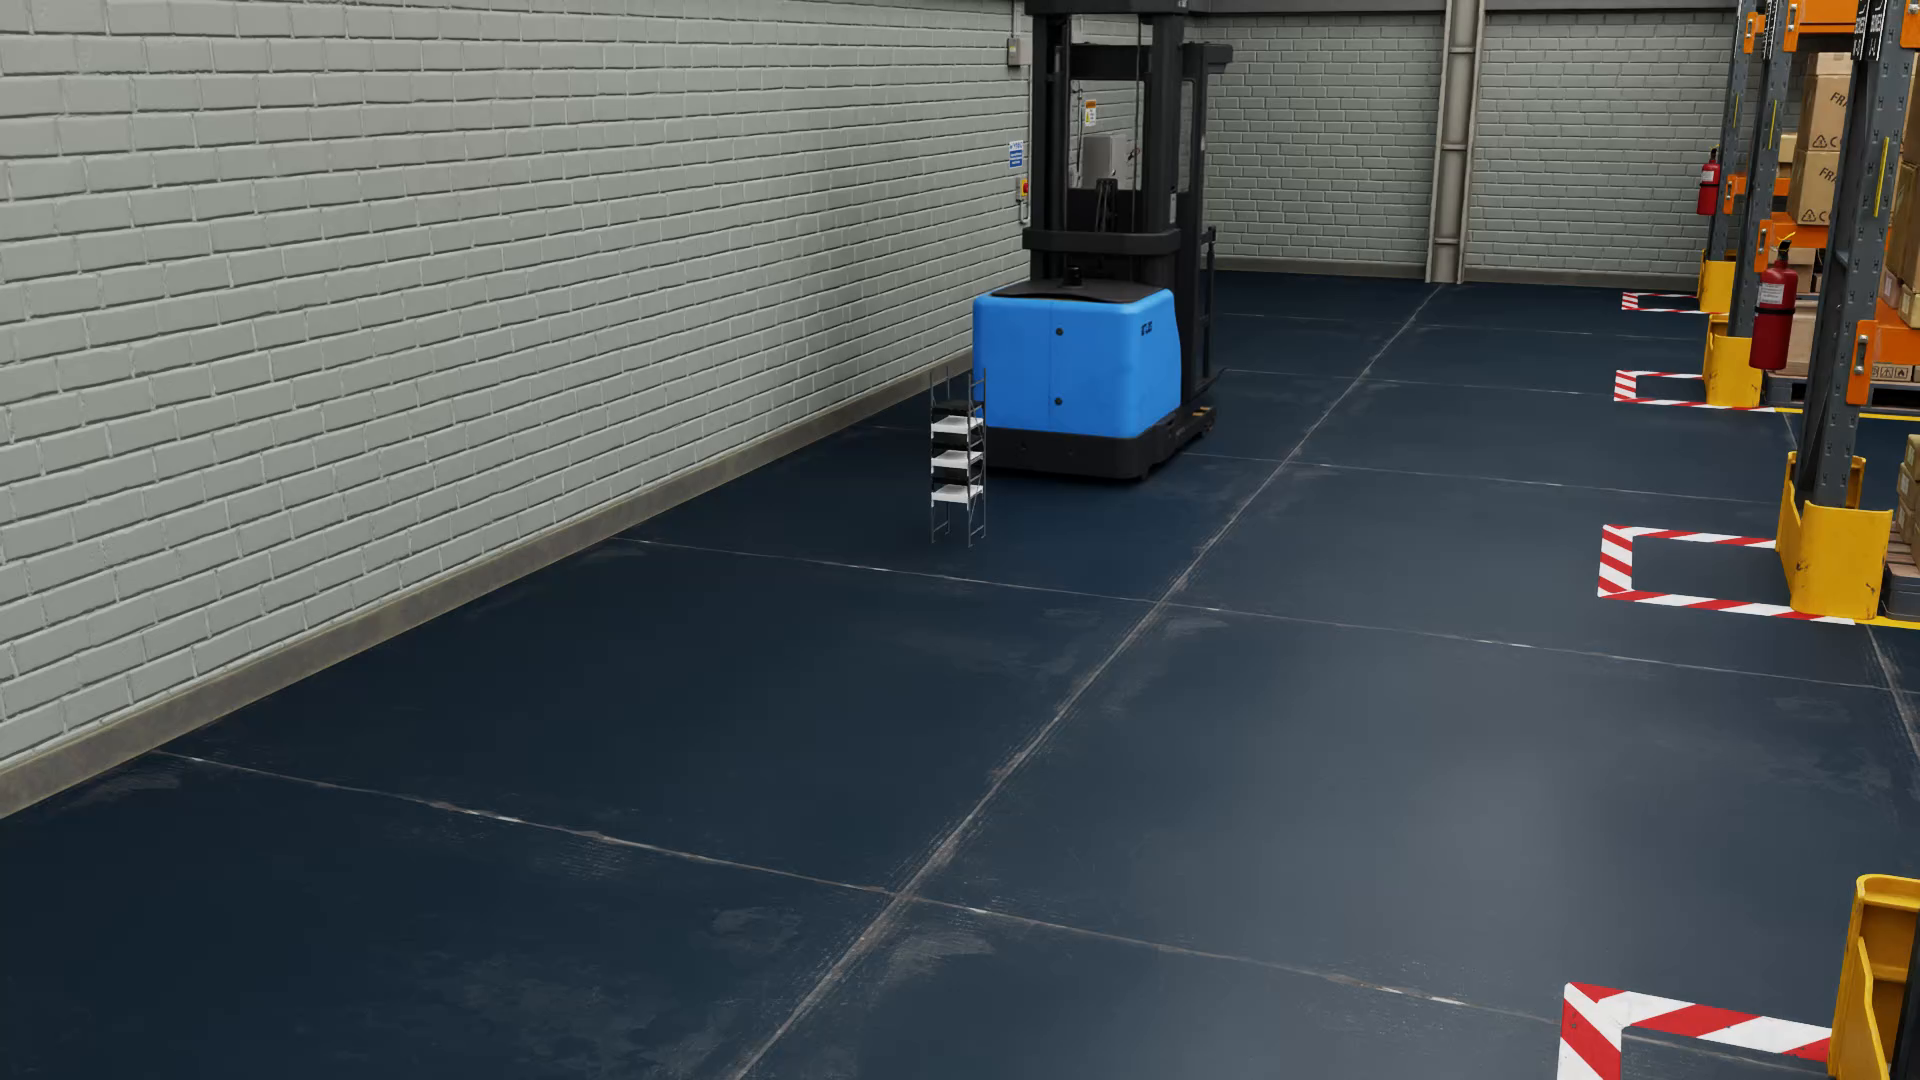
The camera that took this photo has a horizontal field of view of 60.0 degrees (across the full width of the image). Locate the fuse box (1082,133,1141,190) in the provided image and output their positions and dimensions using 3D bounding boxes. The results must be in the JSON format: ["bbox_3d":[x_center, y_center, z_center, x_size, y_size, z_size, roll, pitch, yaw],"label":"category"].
[{"bbox_3d":[1.453,-3.029,16.039,0.414,1.711,0.539,6,17,21],"label":"fuse box"}]

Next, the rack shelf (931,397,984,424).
[{"bbox_3d":[-0.008,-0.660,8.485,0.200,0.077,0.258,6,17,21],"label":"rack shelf"}]

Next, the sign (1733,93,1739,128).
[{"bbox_3d":[7.419,-4.110,15.898,0.005,0.325,0.100,6,17,21],"label":"sign"}]

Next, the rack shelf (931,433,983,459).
[{"bbox_3d":[-0.008,-0.487,8.535,0.200,0.077,0.258,6,17,21],"label":"rack shelf"}]

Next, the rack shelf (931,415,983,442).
[{"bbox_3d":[-0.008,-0.574,8.510,0.200,0.077,0.258,6,17,21],"label":"rack shelf"}]

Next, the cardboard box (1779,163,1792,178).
[{"bbox_3d":[8.077,-3.596,16.130,0.250,0.149,0.380,7,18,22],"label":"cardboard box"}]

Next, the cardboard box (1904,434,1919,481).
[{"bbox_3d":[4.663,-0.383,7.906,0.250,0.149,0.380,6,17,21],"label":"cardboard box"}]

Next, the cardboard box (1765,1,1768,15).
[{"bbox_3d":[8.000,-5.182,16.215,0.250,0.149,0.380,7,18,22],"label":"cardboard box"}]

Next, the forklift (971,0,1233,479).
[{"bbox_3d":[1.086,-2.129,10.750,1.130,2.935,3.031,6,17,21],"label":"forklift"}]

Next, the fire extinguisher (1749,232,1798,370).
[{"bbox_3d":[4.013,-1.183,8.174,0.183,0.674,0.296,6,17,21],"label":"fire extinguisher"}]

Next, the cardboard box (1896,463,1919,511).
[{"bbox_3d":[4.674,-0.249,7.977,0.250,0.149,0.380,6,17,19],"label":"cardboard box"}]

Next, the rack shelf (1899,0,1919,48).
[{"bbox_3d":[5.938,-2.144,6.588,4.000,0.370,1.077,6,17,21],"label":"rack shelf"}]

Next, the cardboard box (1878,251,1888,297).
[{"bbox_3d":[8.933,-2.652,16.158,0.500,0.500,0.700,7,18,23],"label":"cardboard box"}]

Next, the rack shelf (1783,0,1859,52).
[{"bbox_3d":[7.661,-3.438,11.046,4.000,0.370,1.077,6,17,21],"label":"rack shelf"}]

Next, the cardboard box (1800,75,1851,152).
[{"bbox_3d":[6.142,-2.953,11.491,0.500,0.500,0.500,6,17,19],"label":"cardboard box"}]

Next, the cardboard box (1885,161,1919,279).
[{"bbox_3d":[4.590,-1.465,7.627,0.500,0.500,0.500,7,17,22],"label":"cardboard box"}]

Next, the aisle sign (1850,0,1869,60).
[{"bbox_3d":[4.120,-2.587,7.542,0.004,0.787,0.394,6,17,21],"label":"aisle sign"}]

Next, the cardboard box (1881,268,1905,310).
[{"bbox_3d":[4.485,-1.173,7.783,0.250,0.149,0.380,6,17,21],"label":"cardboard box"}]

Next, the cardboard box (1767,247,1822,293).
[{"bbox_3d":[8.152,-2.751,16.493,0.637,0.503,0.797,6,17,18],"label":"cardboard box"}]

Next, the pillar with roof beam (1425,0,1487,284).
[{"bbox_3d":[3.861,-6.109,13.577,0.400,9.000,9.100,6,17,21],"label":"pillar with roof beam"}]

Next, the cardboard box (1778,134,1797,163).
[{"bbox_3d":[7.941,-3.790,16.083,0.500,0.250,0.500,6,17,21],"label":"cardboard box"}]

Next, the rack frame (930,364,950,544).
[{"bbox_3d":[-0.102,-0.443,8.587,0.006,0.900,0.240,6,17,21],"label":"rack frame"}]

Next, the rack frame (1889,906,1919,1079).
[{"bbox_3d":[2.164,0.023,3.215,0.127,3.000,1.000,6,17,21],"label":"rack frame"}]

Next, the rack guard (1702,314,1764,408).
[{"bbox_3d":[5.778,-1.349,12.425,0.348,0.500,1.175,6,17,21],"label":"rack guard"}]

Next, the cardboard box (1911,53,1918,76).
[{"bbox_3d":[6.498,-3.214,11.229,0.250,0.149,0.380,7,18,22],"label":"cardboard box"}]

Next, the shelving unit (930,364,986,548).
[{"bbox_3d":[-0.008,-0.433,8.551,0.210,0.900,0.258,6,17,21],"label":"shelving unit"}]

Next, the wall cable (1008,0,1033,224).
[{"bbox_3d":[0.546,-3.621,13.888,0.123,1.953,0.585,6,17,21],"label":"wall cable"}]

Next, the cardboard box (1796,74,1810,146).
[{"bbox_3d":[6.336,-3.088,11.958,0.500,0.500,0.500,7,18,22],"label":"cardboard box"}]

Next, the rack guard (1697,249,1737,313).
[{"bbox_3d":[7.689,-2.627,16.826,0.348,0.500,1.175,6,17,21],"label":"rack guard"}]

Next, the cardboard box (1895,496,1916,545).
[{"bbox_3d":[4.644,-0.086,7.950,0.250,0.149,0.380,7,17,22],"label":"cardboard box"}]

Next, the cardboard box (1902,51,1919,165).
[{"bbox_3d":[4.595,-1.942,7.477,0.500,0.500,0.500,6,17,19],"label":"cardboard box"}]

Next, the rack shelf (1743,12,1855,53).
[{"bbox_3d":[9.478,-4.726,15.481,4.000,0.370,1.077,6,17,21],"label":"rack shelf"}]

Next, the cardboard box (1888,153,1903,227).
[{"bbox_3d":[6.622,-2.427,11.475,0.500,0.500,0.500,6,17,20],"label":"cardboard box"}]

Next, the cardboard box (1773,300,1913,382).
[{"bbox_3d":[6.451,-1.477,12.224,0.875,0.438,0.875,6,17,19],"label":"cardboard box"}]

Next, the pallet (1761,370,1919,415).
[{"bbox_3d":[6.573,-1.147,12.245,1.213,0.211,1.003,6,17,21],"label":"pallet"}]

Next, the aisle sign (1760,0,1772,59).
[{"bbox_3d":[5.847,-3.884,12.008,0.004,0.787,0.394,6,17,21],"label":"aisle sign"}]

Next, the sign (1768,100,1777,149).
[{"bbox_3d":[5.591,-2.858,11.443,0.005,0.325,0.100,6,17,21],"label":"sign"}]

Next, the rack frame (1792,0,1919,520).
[{"bbox_3d":[4.078,-1.253,7.610,0.127,3.000,1.000,6,17,21],"label":"rack frame"}]
